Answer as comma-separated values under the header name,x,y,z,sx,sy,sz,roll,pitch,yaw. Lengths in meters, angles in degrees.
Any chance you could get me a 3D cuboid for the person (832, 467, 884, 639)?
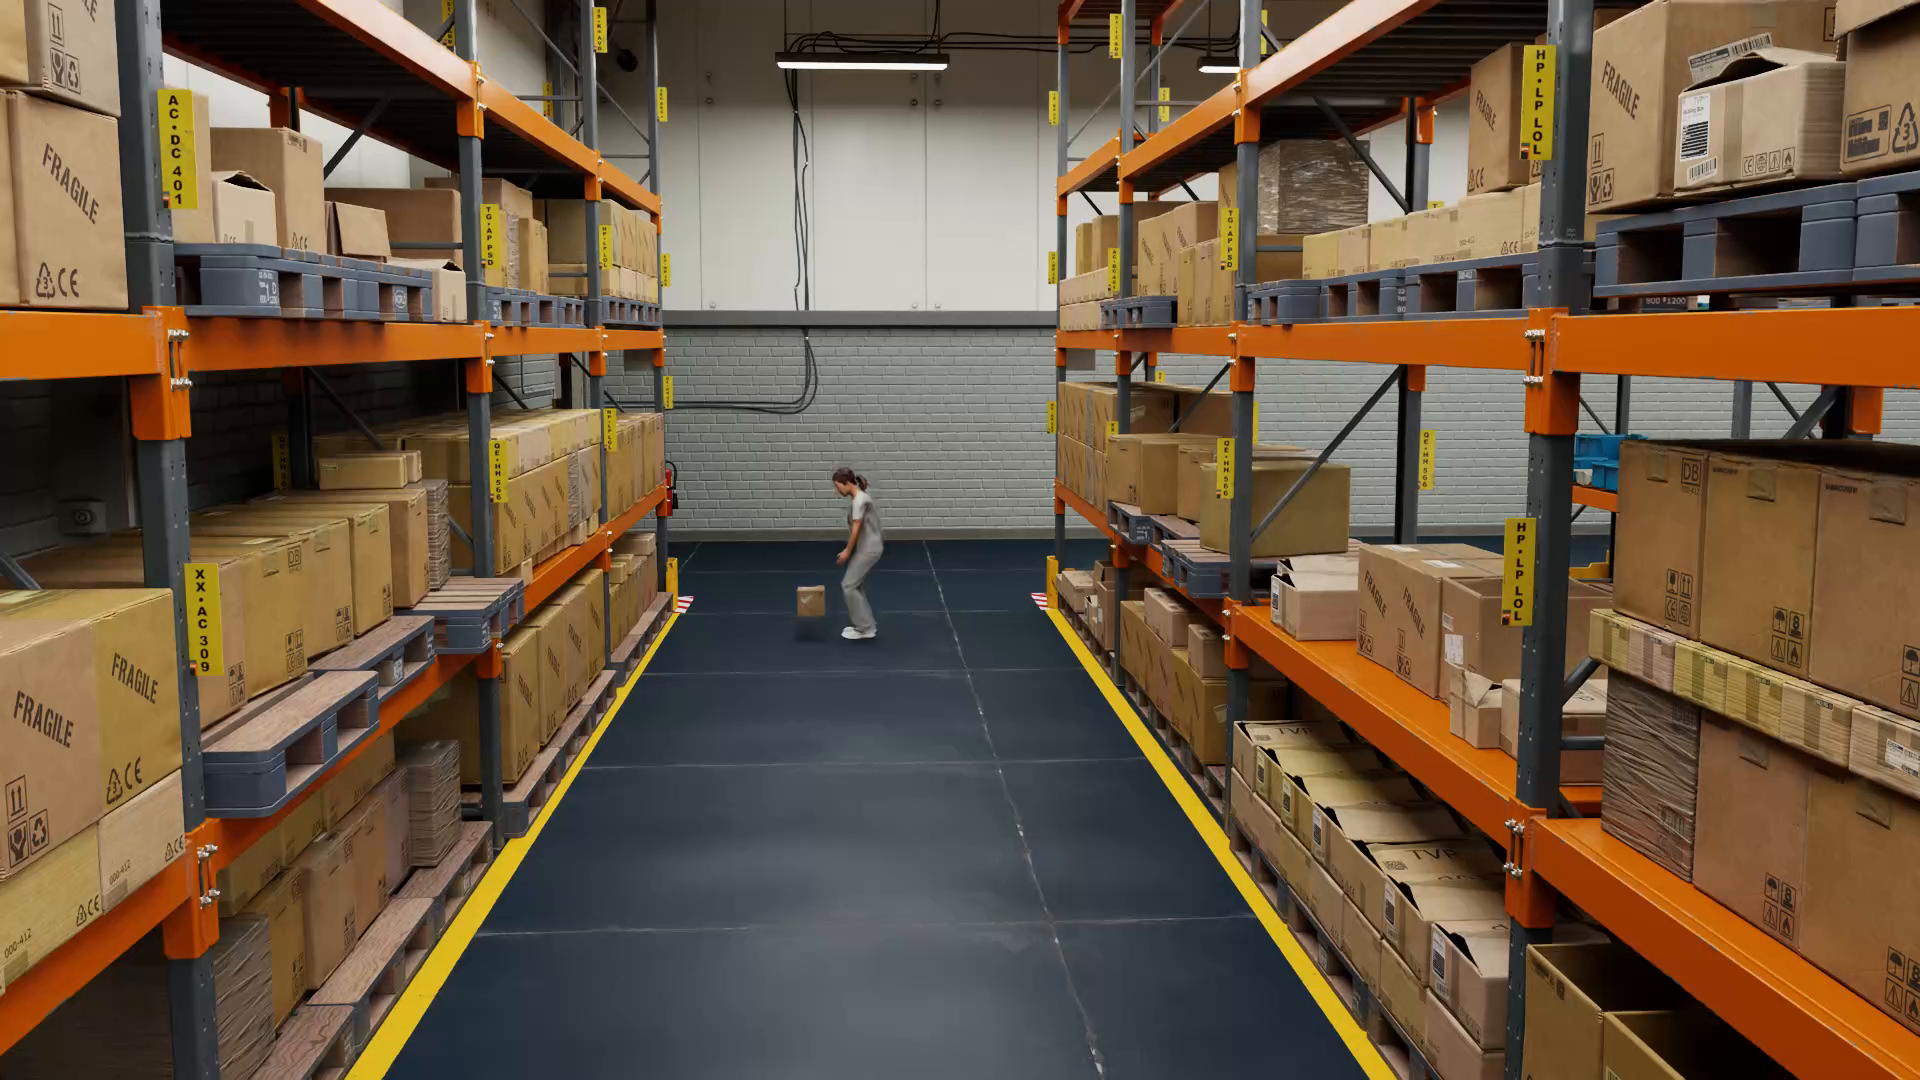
name,x,y,z,sx,sy,sz,roll,pitch,yaw
person,-0.935,0.113,15.288,0.467,1.573,0.475,0,7,-2
